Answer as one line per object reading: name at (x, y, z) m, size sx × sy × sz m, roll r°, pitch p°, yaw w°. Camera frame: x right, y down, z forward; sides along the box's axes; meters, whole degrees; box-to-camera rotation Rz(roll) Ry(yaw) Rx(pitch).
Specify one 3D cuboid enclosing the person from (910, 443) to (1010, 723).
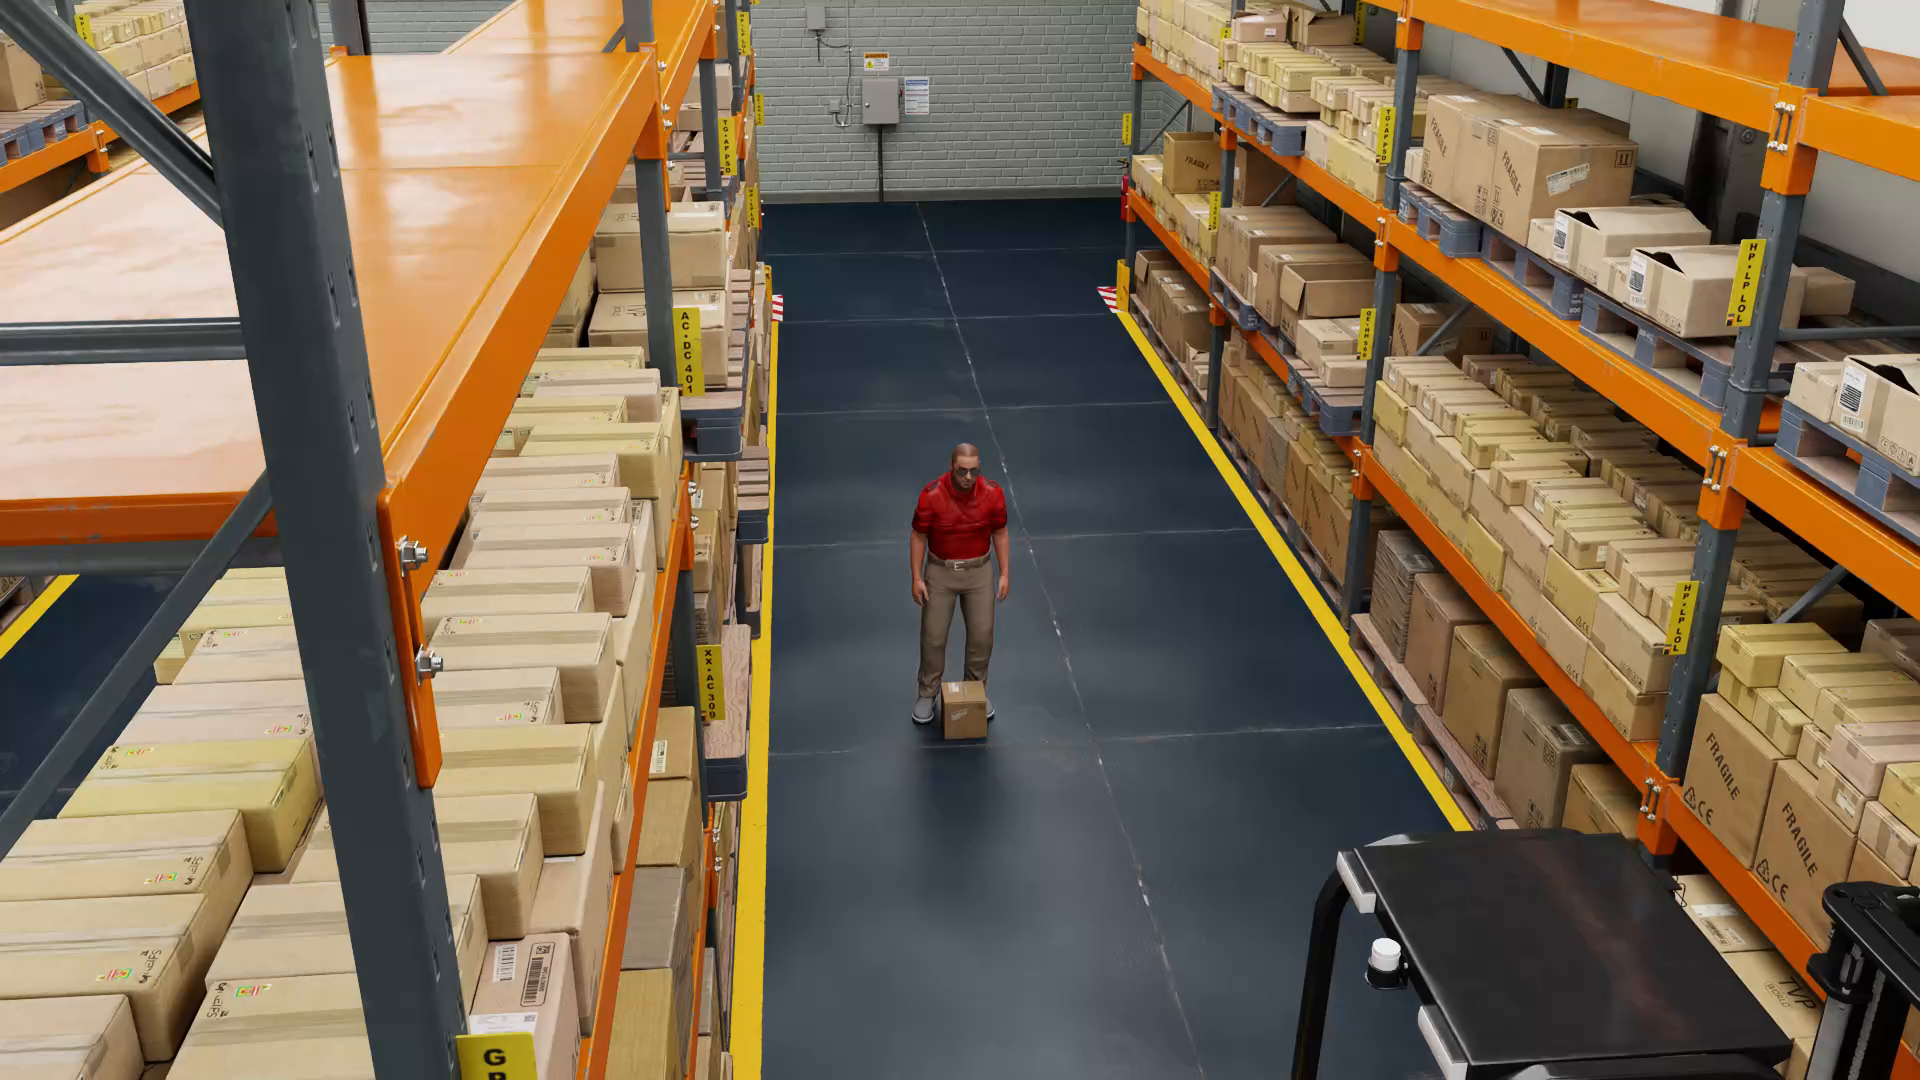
person at (-0.003, 0.230, 9.814) m, size 0.605 × 1.728 × 0.385 m, roll -3°, pitch 24°, yaw -8°
